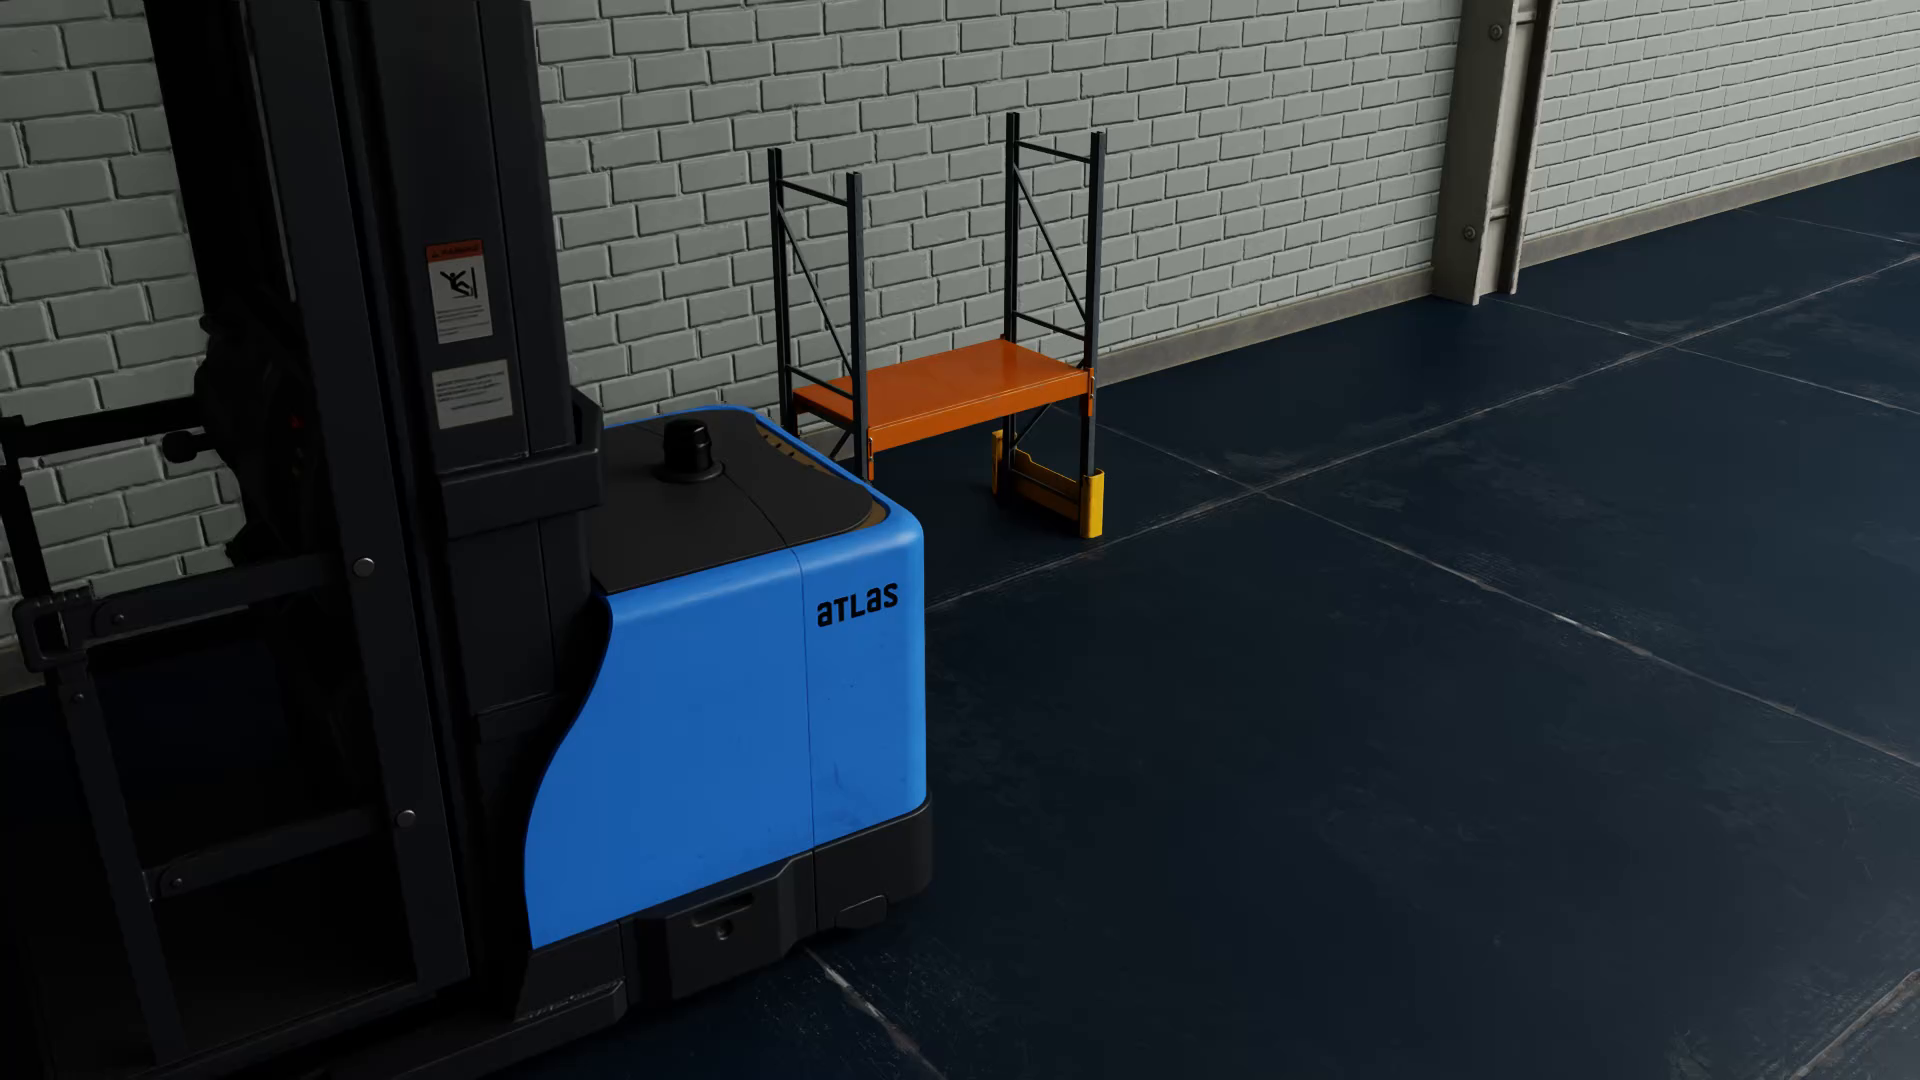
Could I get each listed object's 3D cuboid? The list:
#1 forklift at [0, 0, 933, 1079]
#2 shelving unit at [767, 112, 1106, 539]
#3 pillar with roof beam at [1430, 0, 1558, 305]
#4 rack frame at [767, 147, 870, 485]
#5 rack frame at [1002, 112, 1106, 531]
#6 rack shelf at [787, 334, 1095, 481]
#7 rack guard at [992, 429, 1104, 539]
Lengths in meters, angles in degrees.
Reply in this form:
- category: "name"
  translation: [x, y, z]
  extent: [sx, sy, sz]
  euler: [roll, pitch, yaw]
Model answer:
- category: "forklift"
  translation: [-1.584, -0.236, 3.276]
  extent: [3.031, 2.935, 1.130]
  euler: [-15, 29, -30]
- category: "shelving unit"
  translation: [-0.060, -0.661, 5.892]
  extent: [1.083, 1.500, 0.587]
  euler: [-18, 31, -34]
- category: "pillar with roof beam"
  translation: [5.485, -4.025, 4.233]
  extent: [0.400, 9.000, 9.100]
  euler: [-18, 31, -34]
- category: "rack frame"
  translation: [-0.467, -0.526, 5.602]
  extent: [0.032, 1.500, 0.500]
  euler: [-18, 31, -34]
- category: "rack frame"
  translation: [0.333, -0.790, 6.171]
  extent: [0.032, 1.500, 0.500]
  euler: [-18, 31, -34]
- category: "rack shelf"
  translation: [-0.067, -0.495, 5.962]
  extent: [1.000, 0.185, 0.538]
  euler: [-18, 31, -34]
- category: "rack guard"
  translation: [0.332, -0.223, 6.433]
  extent: [0.087, 0.250, 0.587]
  euler: [-18, 31, -34]
